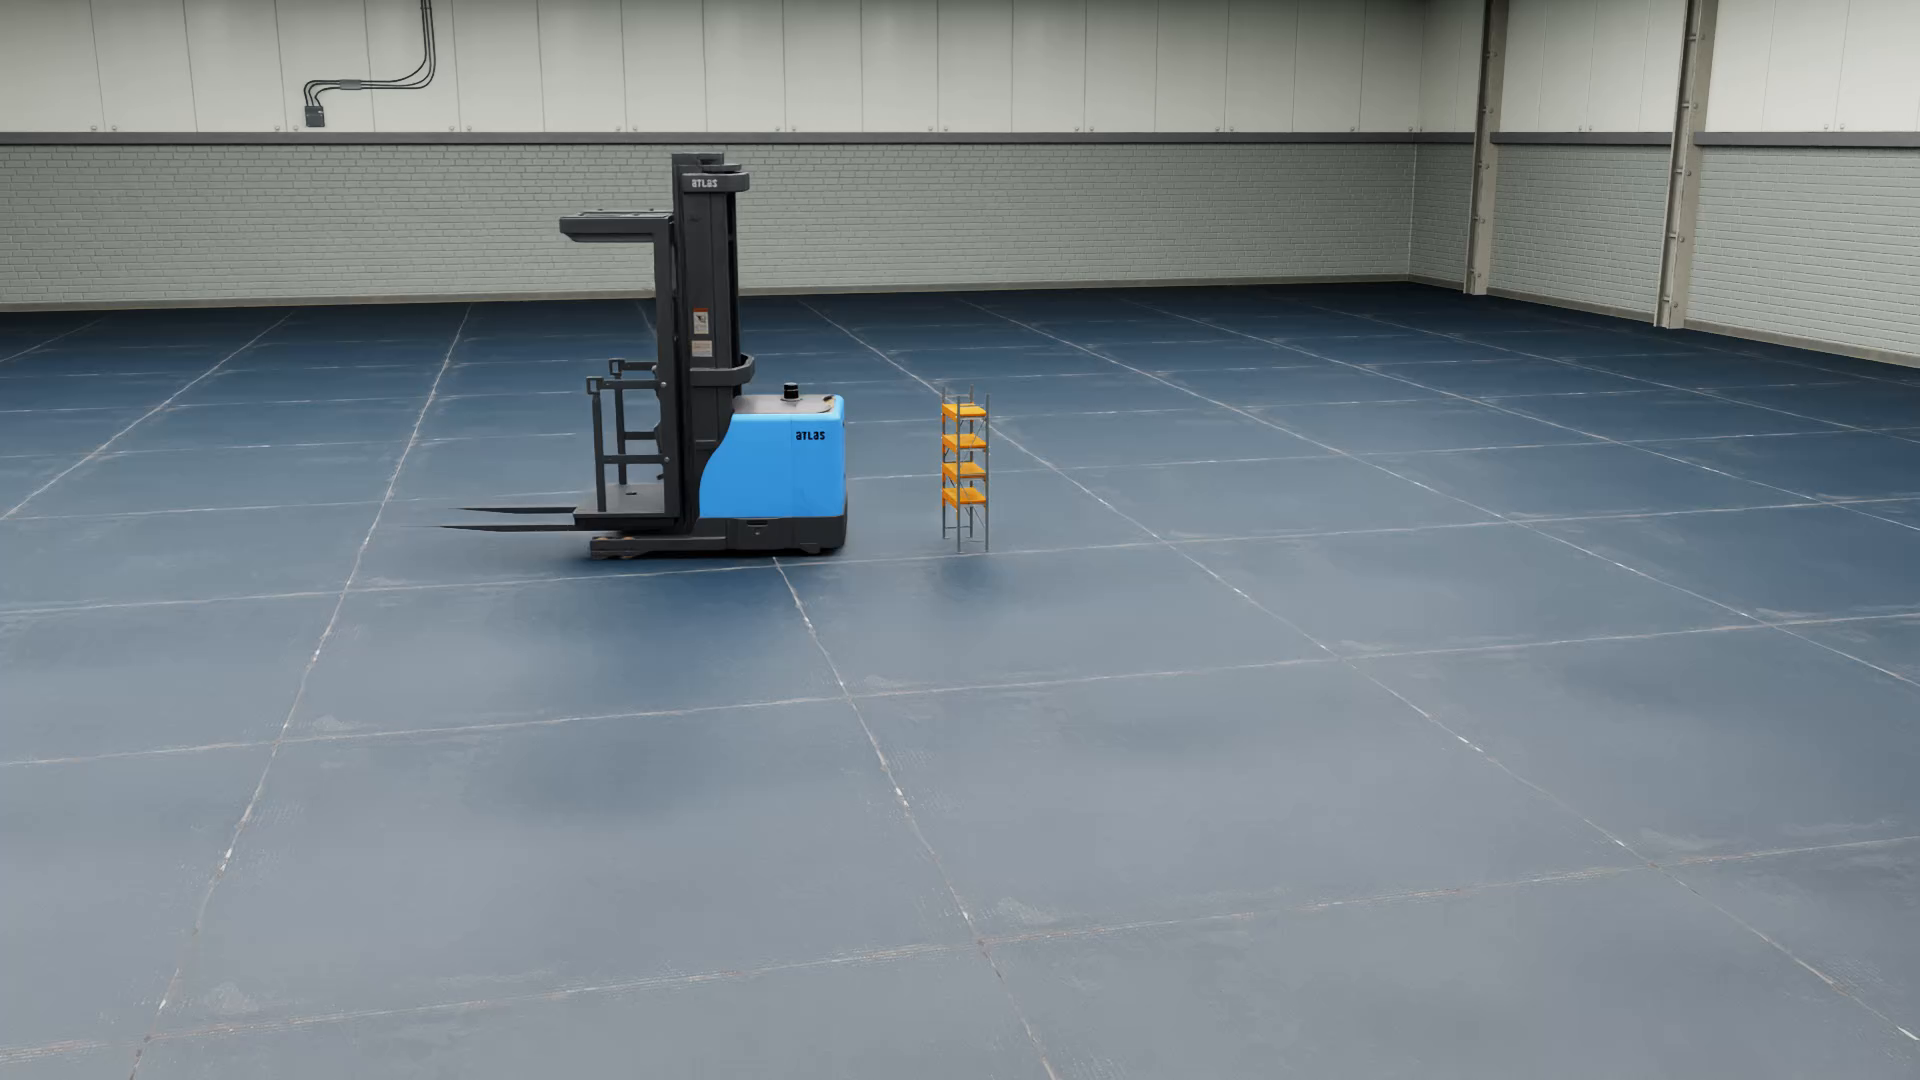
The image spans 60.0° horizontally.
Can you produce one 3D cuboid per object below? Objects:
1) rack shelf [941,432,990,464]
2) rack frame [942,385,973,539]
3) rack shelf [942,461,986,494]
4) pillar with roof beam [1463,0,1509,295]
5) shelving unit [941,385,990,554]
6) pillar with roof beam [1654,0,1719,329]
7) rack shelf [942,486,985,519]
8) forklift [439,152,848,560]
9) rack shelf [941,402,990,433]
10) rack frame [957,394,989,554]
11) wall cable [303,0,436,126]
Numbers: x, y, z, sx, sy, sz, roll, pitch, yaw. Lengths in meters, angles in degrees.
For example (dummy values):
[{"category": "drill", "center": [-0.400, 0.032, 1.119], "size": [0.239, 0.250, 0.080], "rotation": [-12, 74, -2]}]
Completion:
[{"category": "rack shelf", "center": [0.039, -0.697, 12.591], "size": [0.258, 0.148, 0.480], "rotation": [-3, 14, -13]}, {"category": "rack frame", "center": [-0.018, -0.601, 12.859], "size": [0.240, 1.200, 0.015], "rotation": [-3, 14, -13]}, {"category": "rack shelf", "center": [0.039, -0.479, 12.644], "size": [0.258, 0.148, 0.480], "rotation": [-3, 14, -13]}, {"category": "pillar with roof beam", "center": [5.994, -8.996, 30.786], "size": [9.100, 9.000, 0.400], "rotation": [-3, 14, -13]}, {"category": "shelving unit", "center": [0.039, -0.545, 12.628], "size": [0.258, 1.200, 0.503], "rotation": [-3, 14, -13]}, {"category": "pillar with roof beam", "center": [7.403, -7.611, 25.121], "size": [9.100, 9.000, 0.400], "rotation": [-3, 14, -13]}, {"category": "rack shelf", "center": [0.039, -0.286, 12.691], "size": [0.258, 0.148, 0.480], "rotation": [-3, 14, -13]}, {"category": "forklift", "center": [-2.396, -1.405, 12.502], "size": [3.031, 2.935, 1.130], "rotation": [-1, 14, -2]}, {"category": "rack shelf", "center": [0.039, -0.926, 12.535], "size": [0.258, 0.148, 0.480], "rotation": [-3, 14, -13]}, {"category": "rack frame", "center": [0.096, -0.488, 12.398], "size": [0.240, 1.200, 0.015], "rotation": [-3, 14, -13]}, {"category": "wall cable", "center": [-10.616, -10.411, 29.413], "size": [2.305, 6.003, 0.169], "rotation": [-3, 14, -13]}]
